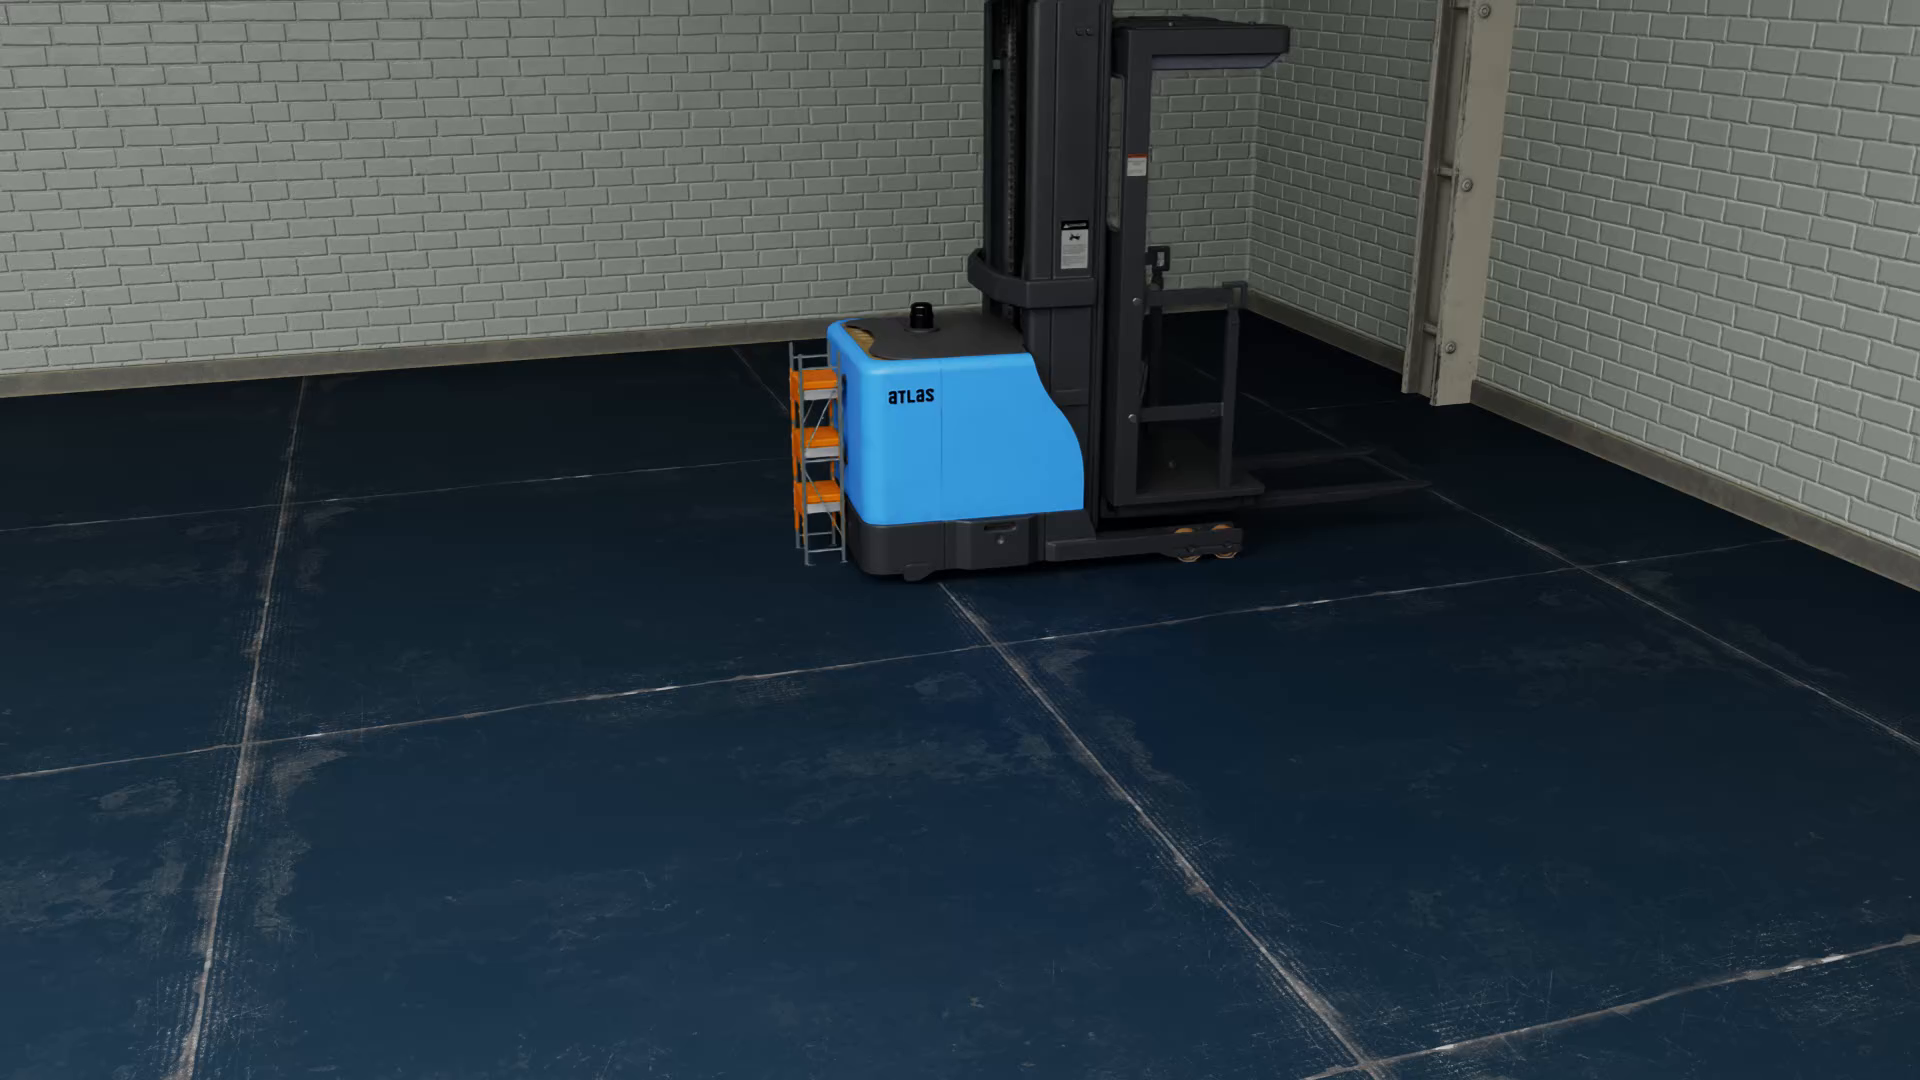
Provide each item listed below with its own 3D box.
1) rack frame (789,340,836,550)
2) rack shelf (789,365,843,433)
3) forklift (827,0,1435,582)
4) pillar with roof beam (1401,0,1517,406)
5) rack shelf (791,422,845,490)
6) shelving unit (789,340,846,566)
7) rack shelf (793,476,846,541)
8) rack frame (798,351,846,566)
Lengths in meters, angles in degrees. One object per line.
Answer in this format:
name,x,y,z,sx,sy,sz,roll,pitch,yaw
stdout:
rack frame,-0.718,-0.456,8.134,0.200,1.050,0.008,-5,20,-14
rack shelf,-0.686,-0.674,7.931,0.215,0.259,0.240,-5,20,-14
forklift,0.899,-1.438,8.083,3.031,2.935,1.130,-5,20,-14
pillar with roof beam,-0.910,-4.732,8.280,9.100,9.000,0.400,-6,21,-17
rack shelf,-0.686,-0.407,8.027,0.215,0.259,0.240,-5,20,-14
shelving unit,-0.686,-0.417,8.023,0.215,1.050,0.252,-5,20,-14
rack shelf,-0.686,-0.145,8.121,0.215,0.259,0.240,-5,20,-14
rack frame,-0.654,-0.377,7.913,0.200,1.050,0.008,-5,20,-14
